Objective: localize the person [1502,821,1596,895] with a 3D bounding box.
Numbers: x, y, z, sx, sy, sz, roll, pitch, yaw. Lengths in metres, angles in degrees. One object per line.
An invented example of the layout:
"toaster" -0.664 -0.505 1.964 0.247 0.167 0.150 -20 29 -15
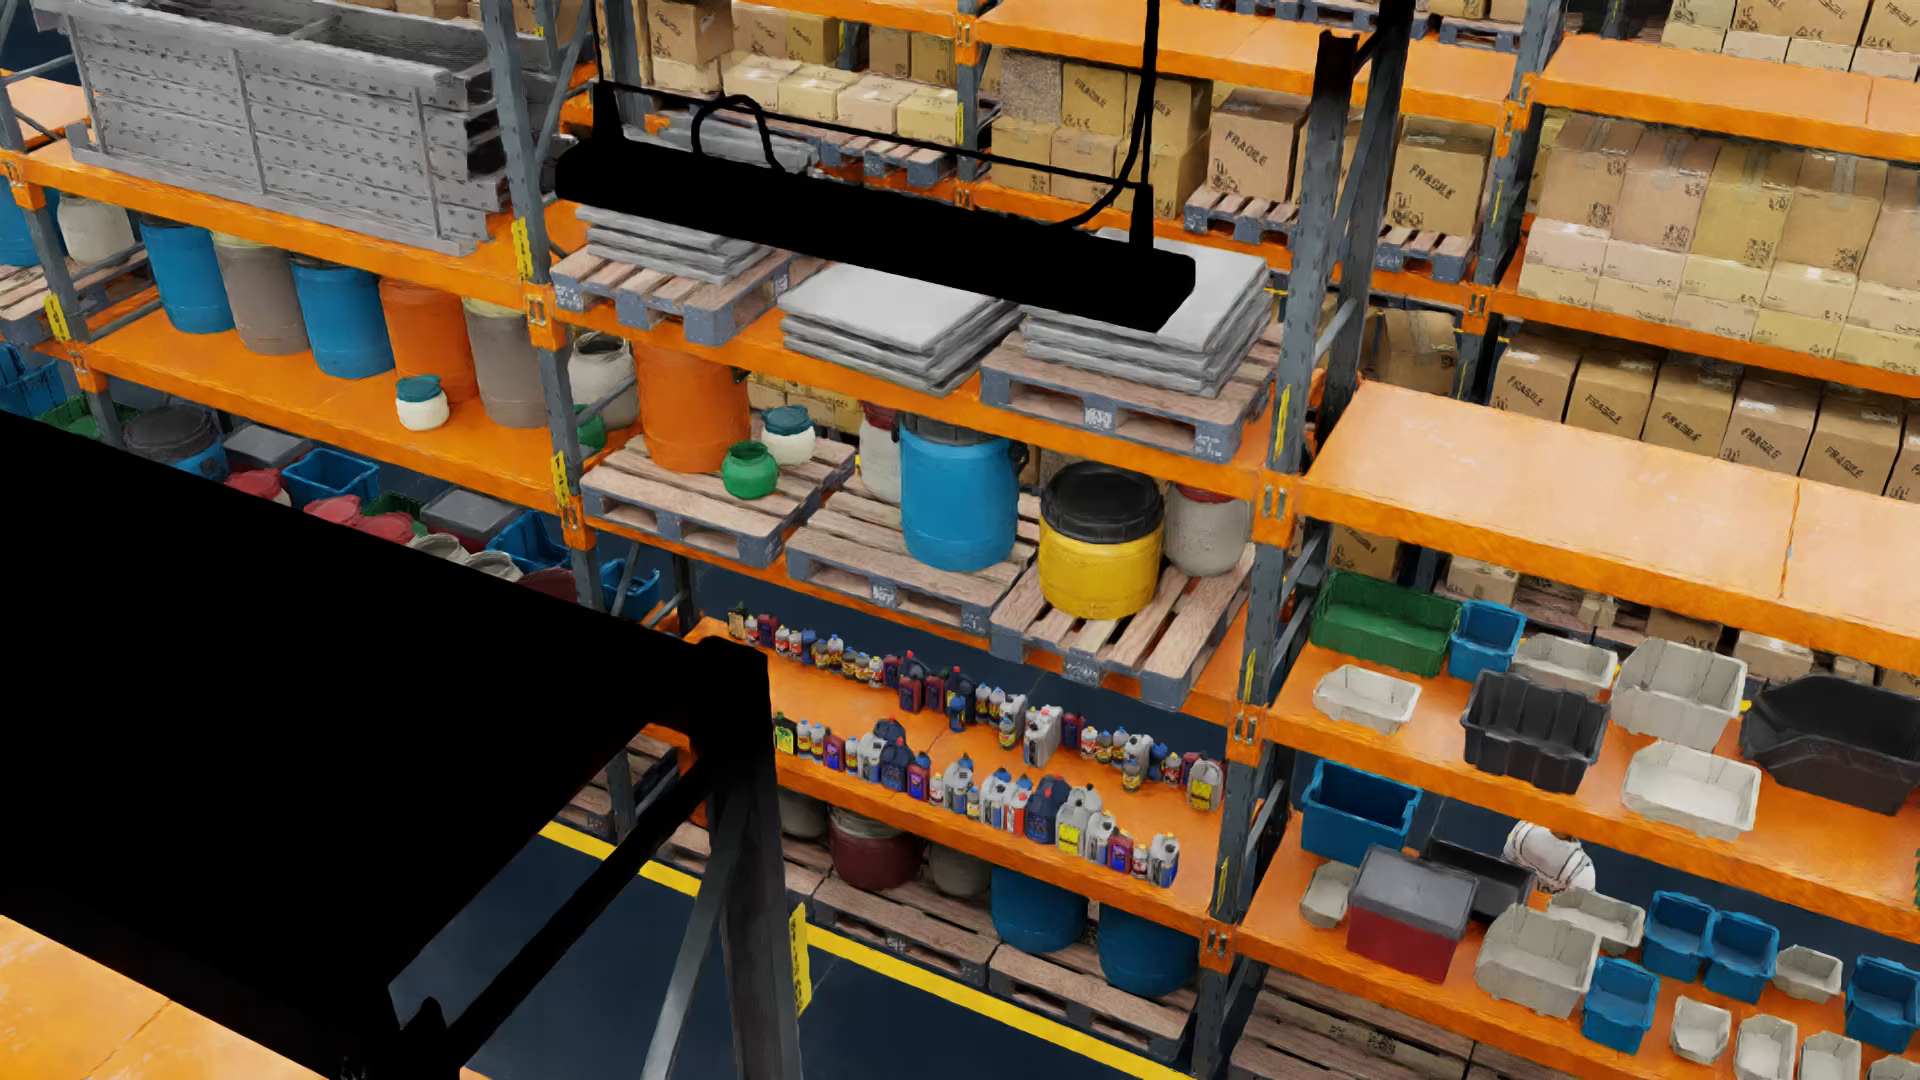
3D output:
"person" 3.301 2.099 9.336 0.599 1.741 0.648 -30 45 -35
